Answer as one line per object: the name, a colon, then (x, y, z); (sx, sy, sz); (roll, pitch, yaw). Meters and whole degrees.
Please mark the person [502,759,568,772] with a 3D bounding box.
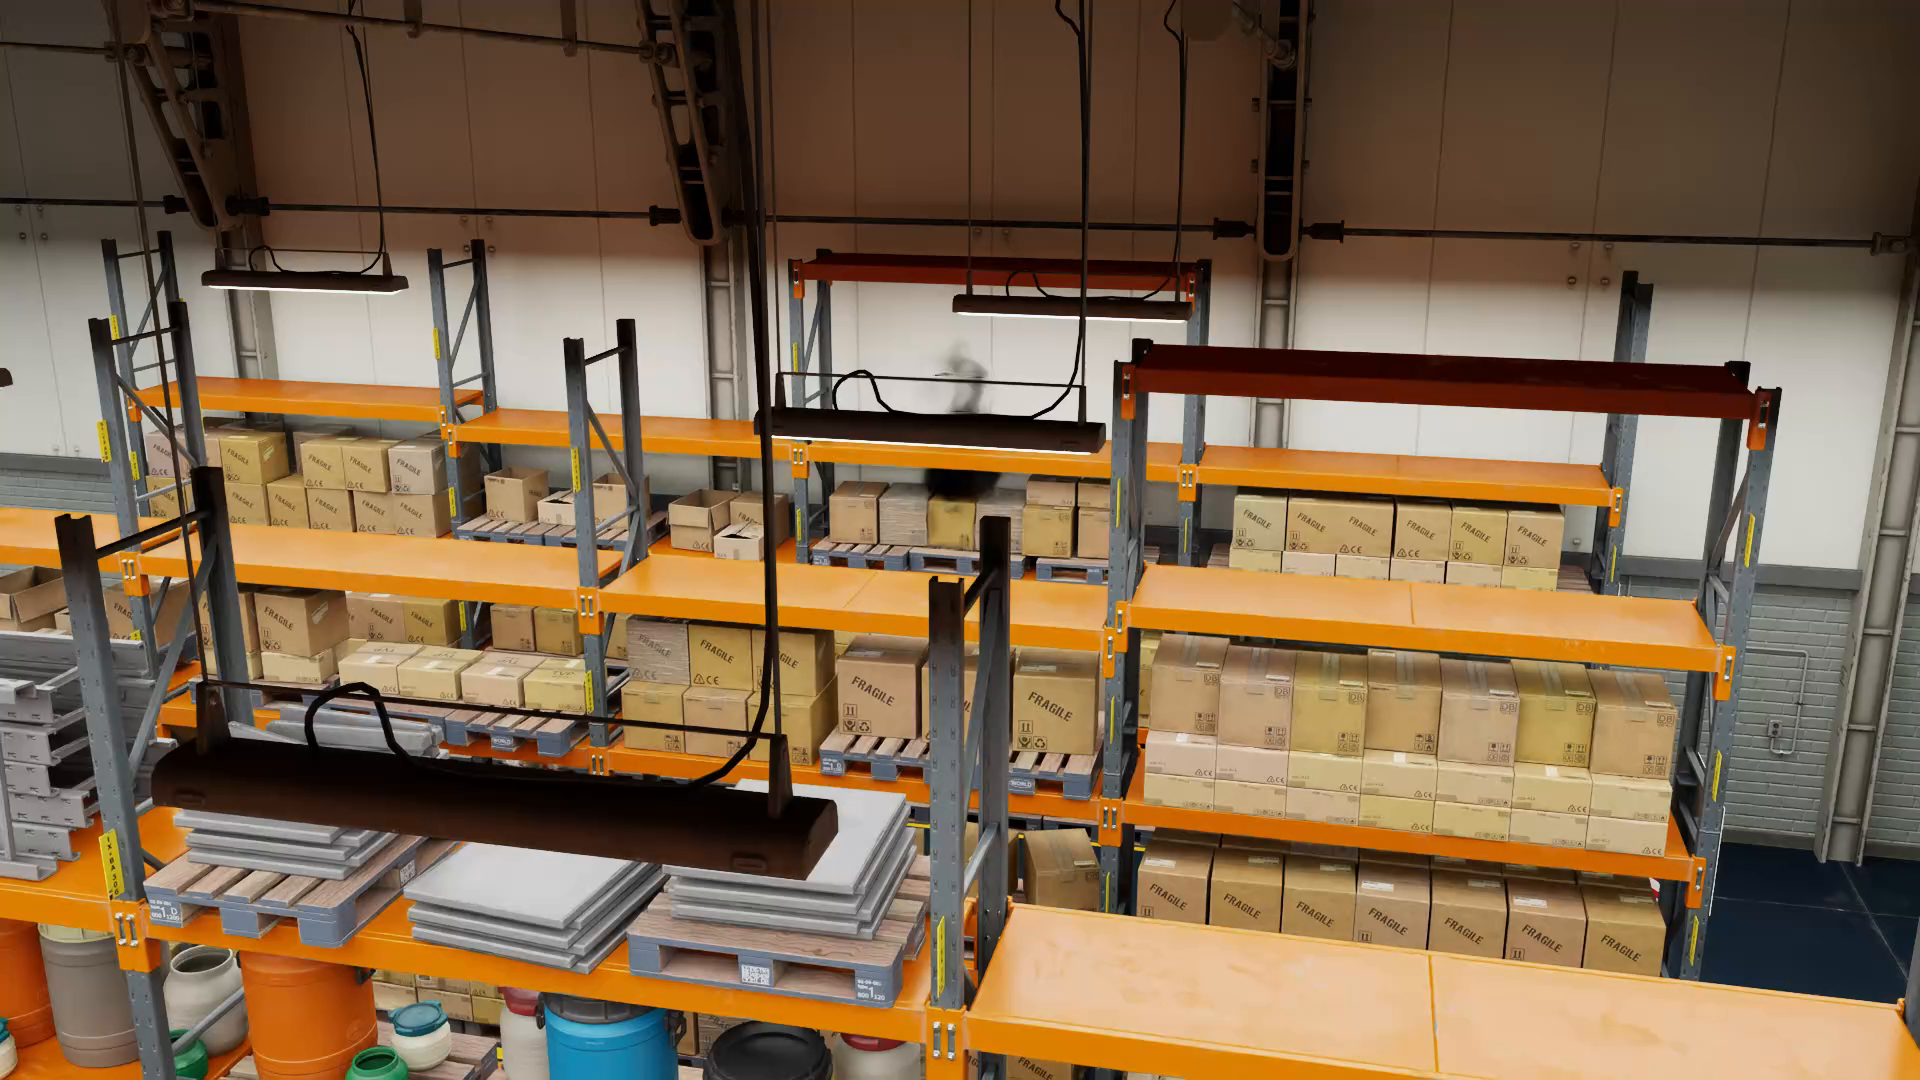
person: (-4.047, 2.453, 16.147); (0.756, 1.837, 0.641); (1, 16, 5)
